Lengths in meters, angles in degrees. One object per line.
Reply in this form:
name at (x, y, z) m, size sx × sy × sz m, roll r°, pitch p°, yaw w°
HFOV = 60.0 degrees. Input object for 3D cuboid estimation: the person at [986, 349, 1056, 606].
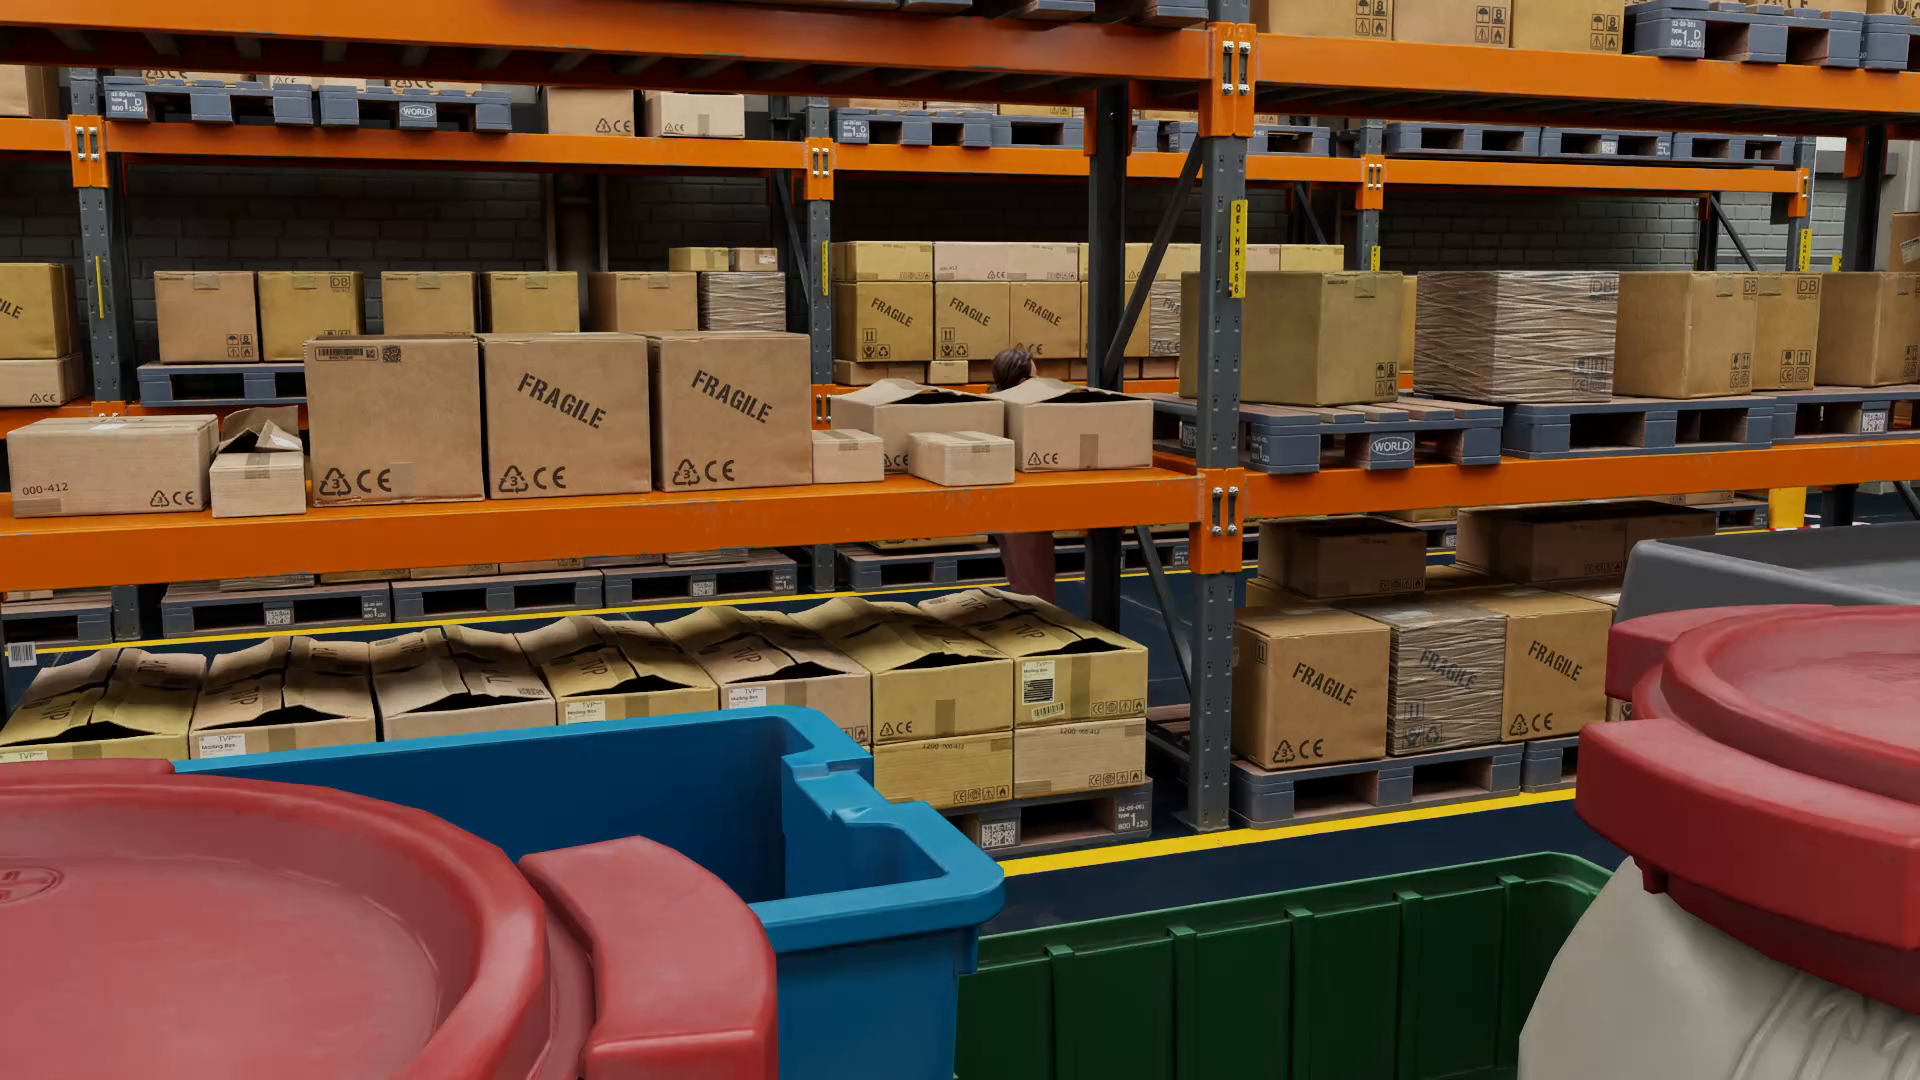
person at (0.365, -0.060, 7.788) m, size 0.544 × 1.667 × 0.426 m, roll -3°, pitch 9°, yaw -19°
